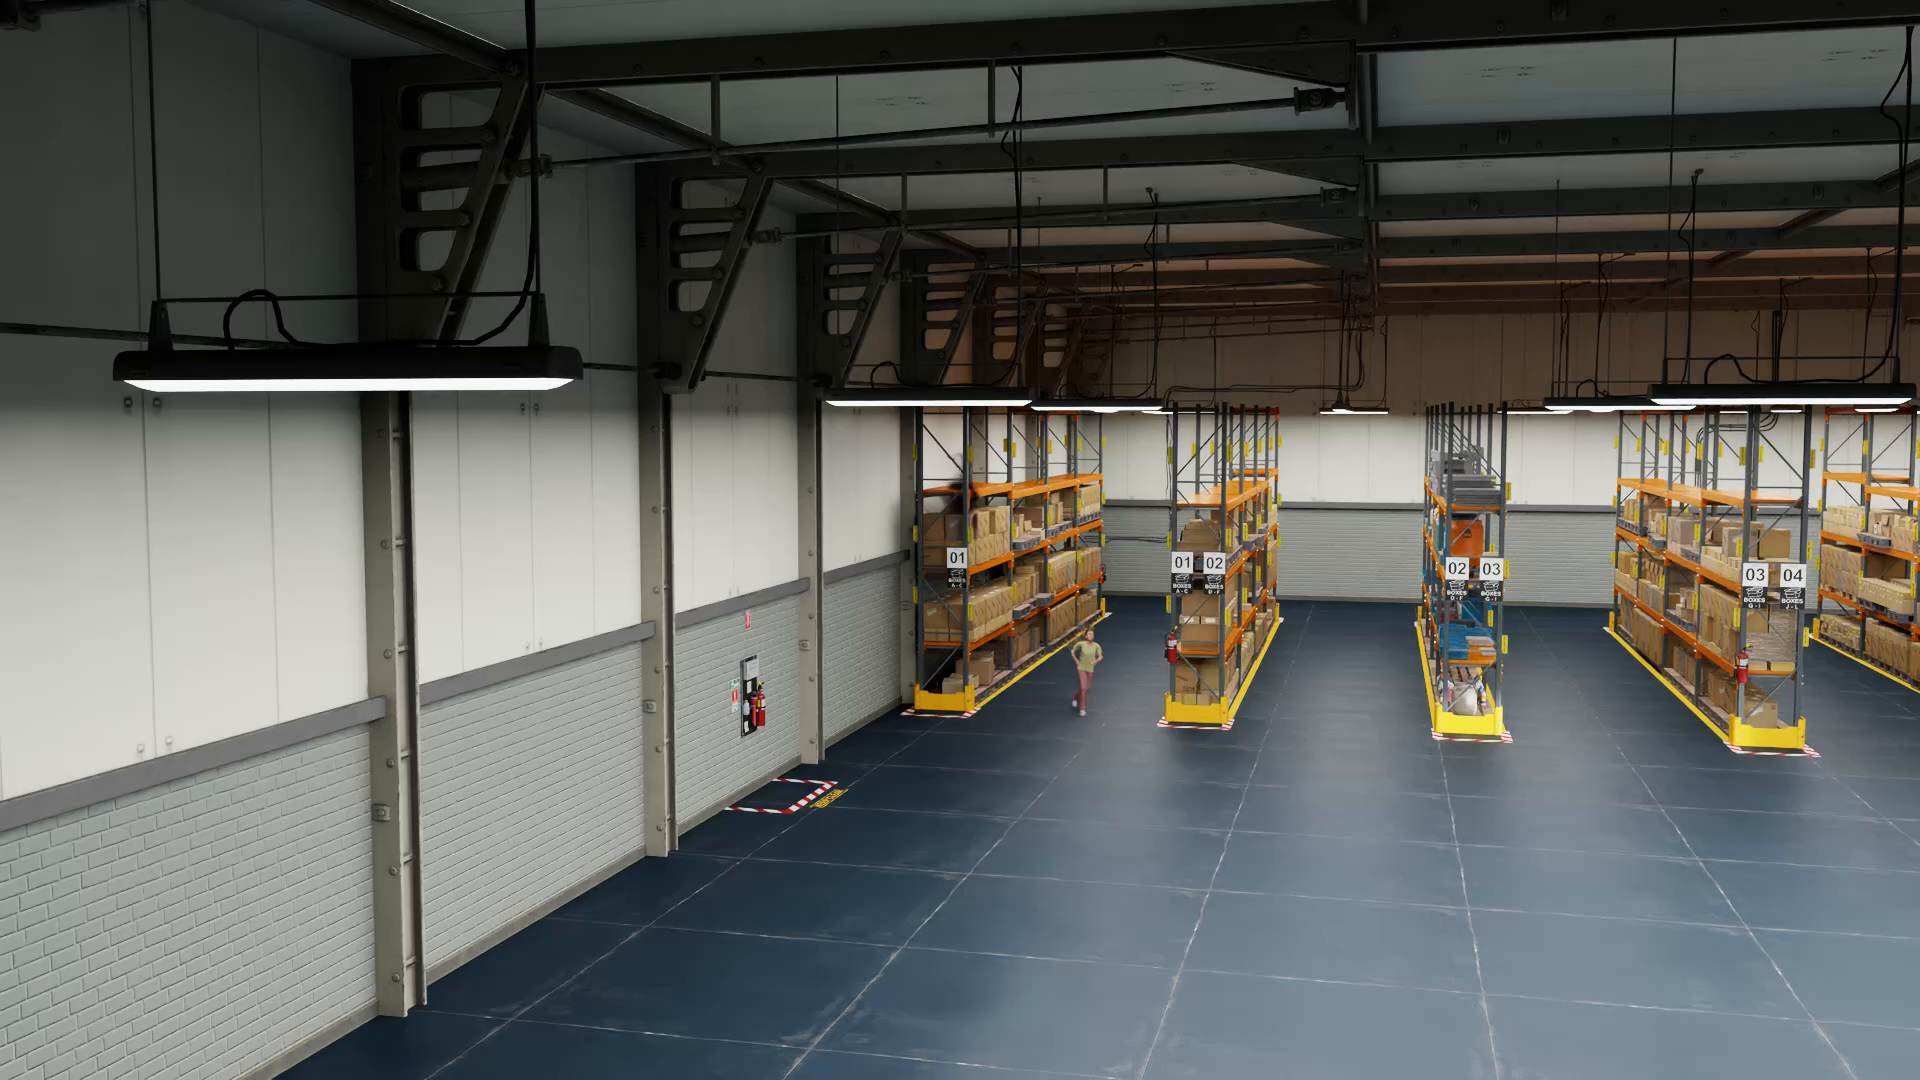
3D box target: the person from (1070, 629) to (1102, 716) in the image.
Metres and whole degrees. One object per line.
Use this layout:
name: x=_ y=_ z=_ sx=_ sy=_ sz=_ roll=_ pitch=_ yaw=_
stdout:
person: x=2.461 y=2.541 z=32.295 sx=0.614 sy=1.655 sz=0.818 roll=-1 pitch=4 yaw=-12

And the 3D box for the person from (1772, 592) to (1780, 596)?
person: x=20.074 y=1.861 z=40.788 sx=0.670 sy=1.709 sz=0.703 roll=0 pitch=4 yaw=-2
